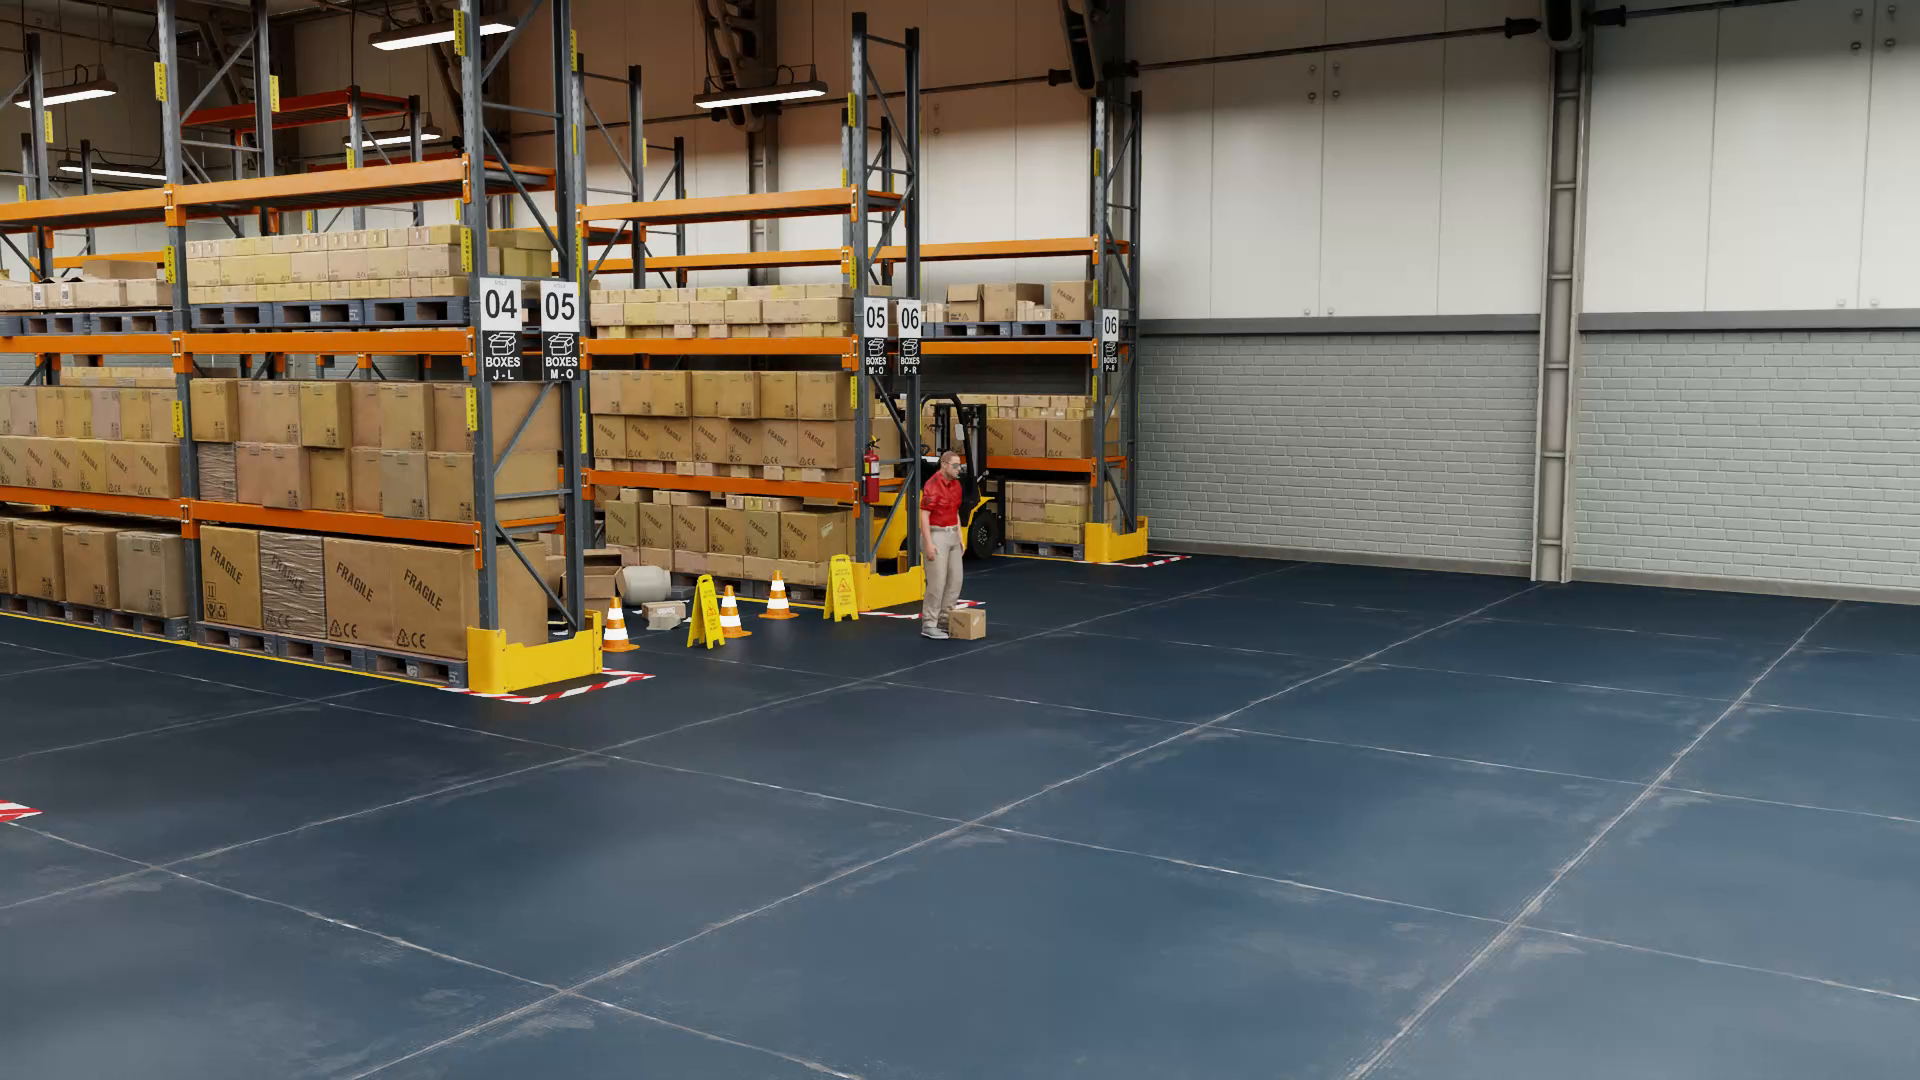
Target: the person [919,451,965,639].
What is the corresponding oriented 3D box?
[{"bbox_3d":[-0.151,0.032,15.547,0.396,1.726,0.586,4,8,34],"label":"person"}]
